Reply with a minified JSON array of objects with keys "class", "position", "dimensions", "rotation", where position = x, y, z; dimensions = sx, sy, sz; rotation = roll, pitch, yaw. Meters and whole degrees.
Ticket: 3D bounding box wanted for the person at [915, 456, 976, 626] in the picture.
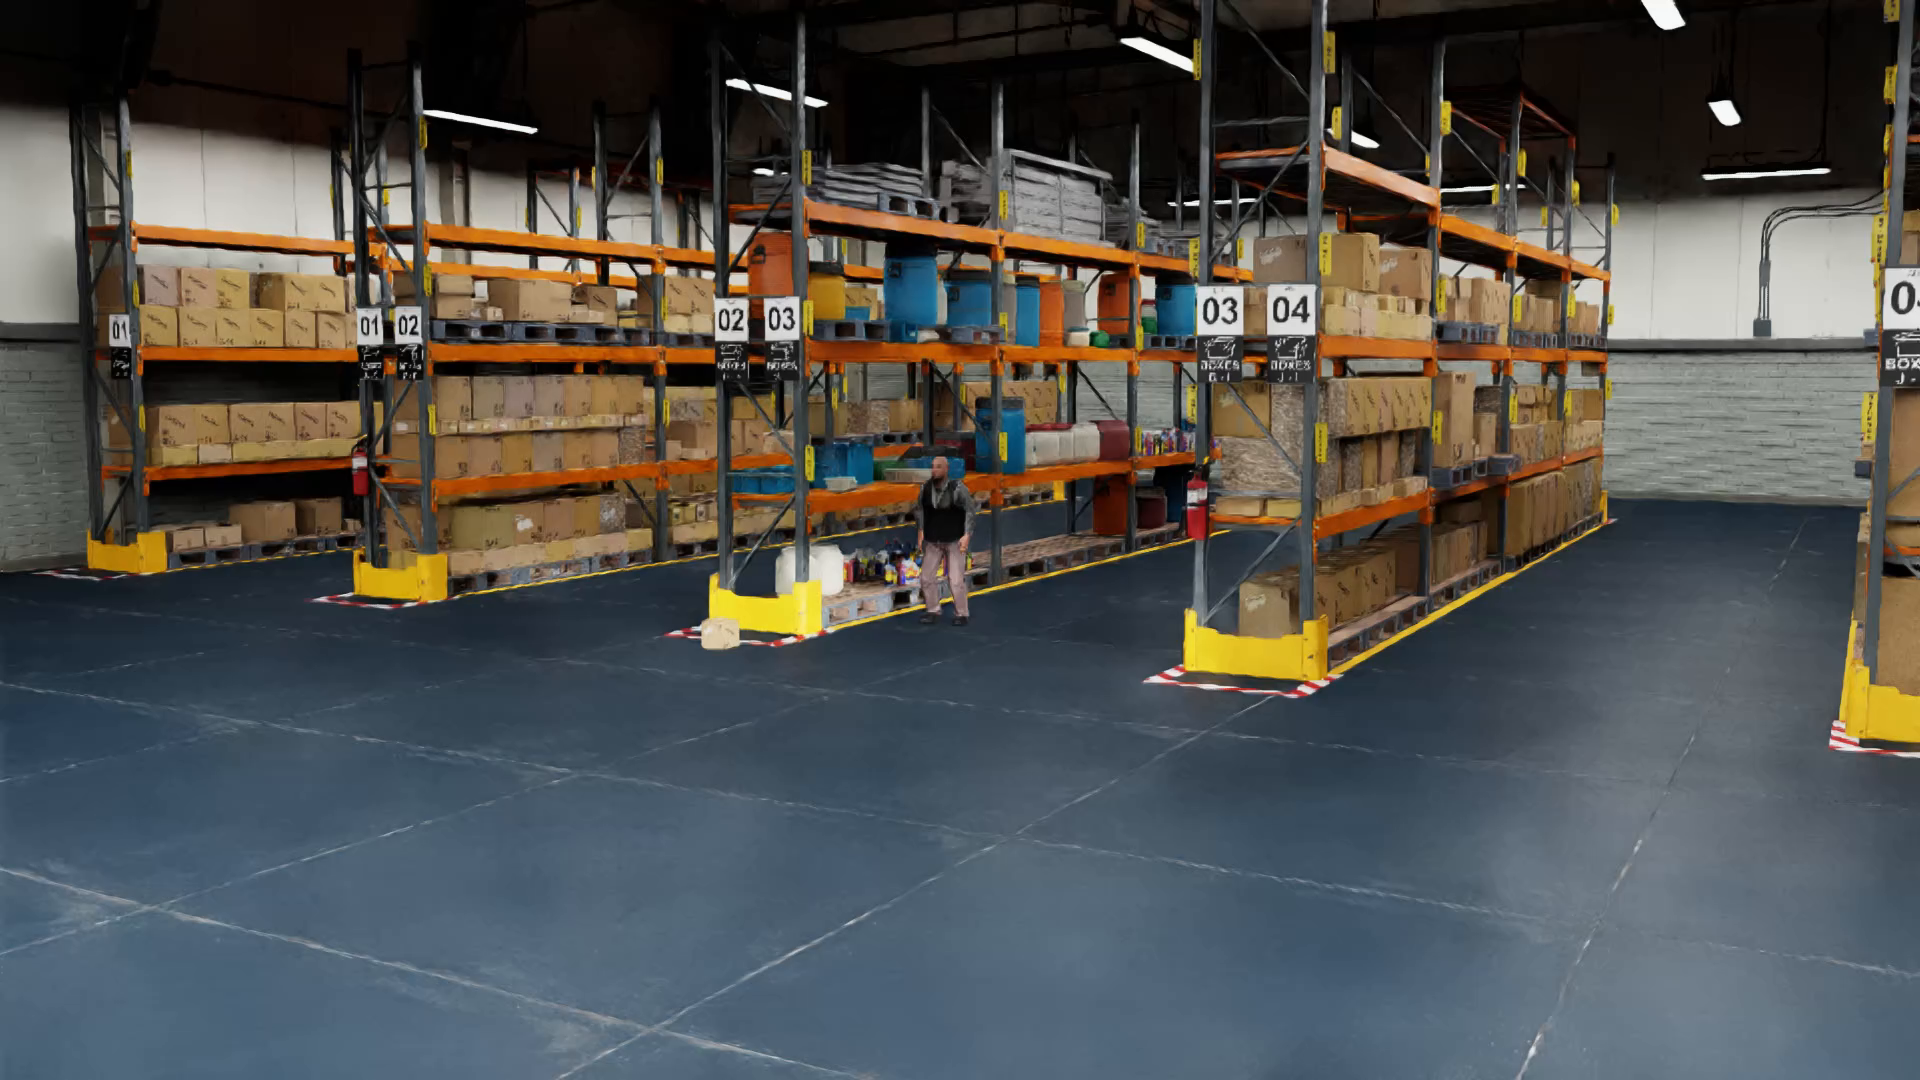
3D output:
[{"class":"person","position":[-0.146,0.009,16.336],"dimensions":[0.673,1.682,0.509],"rotation":[3,7,26]}]
